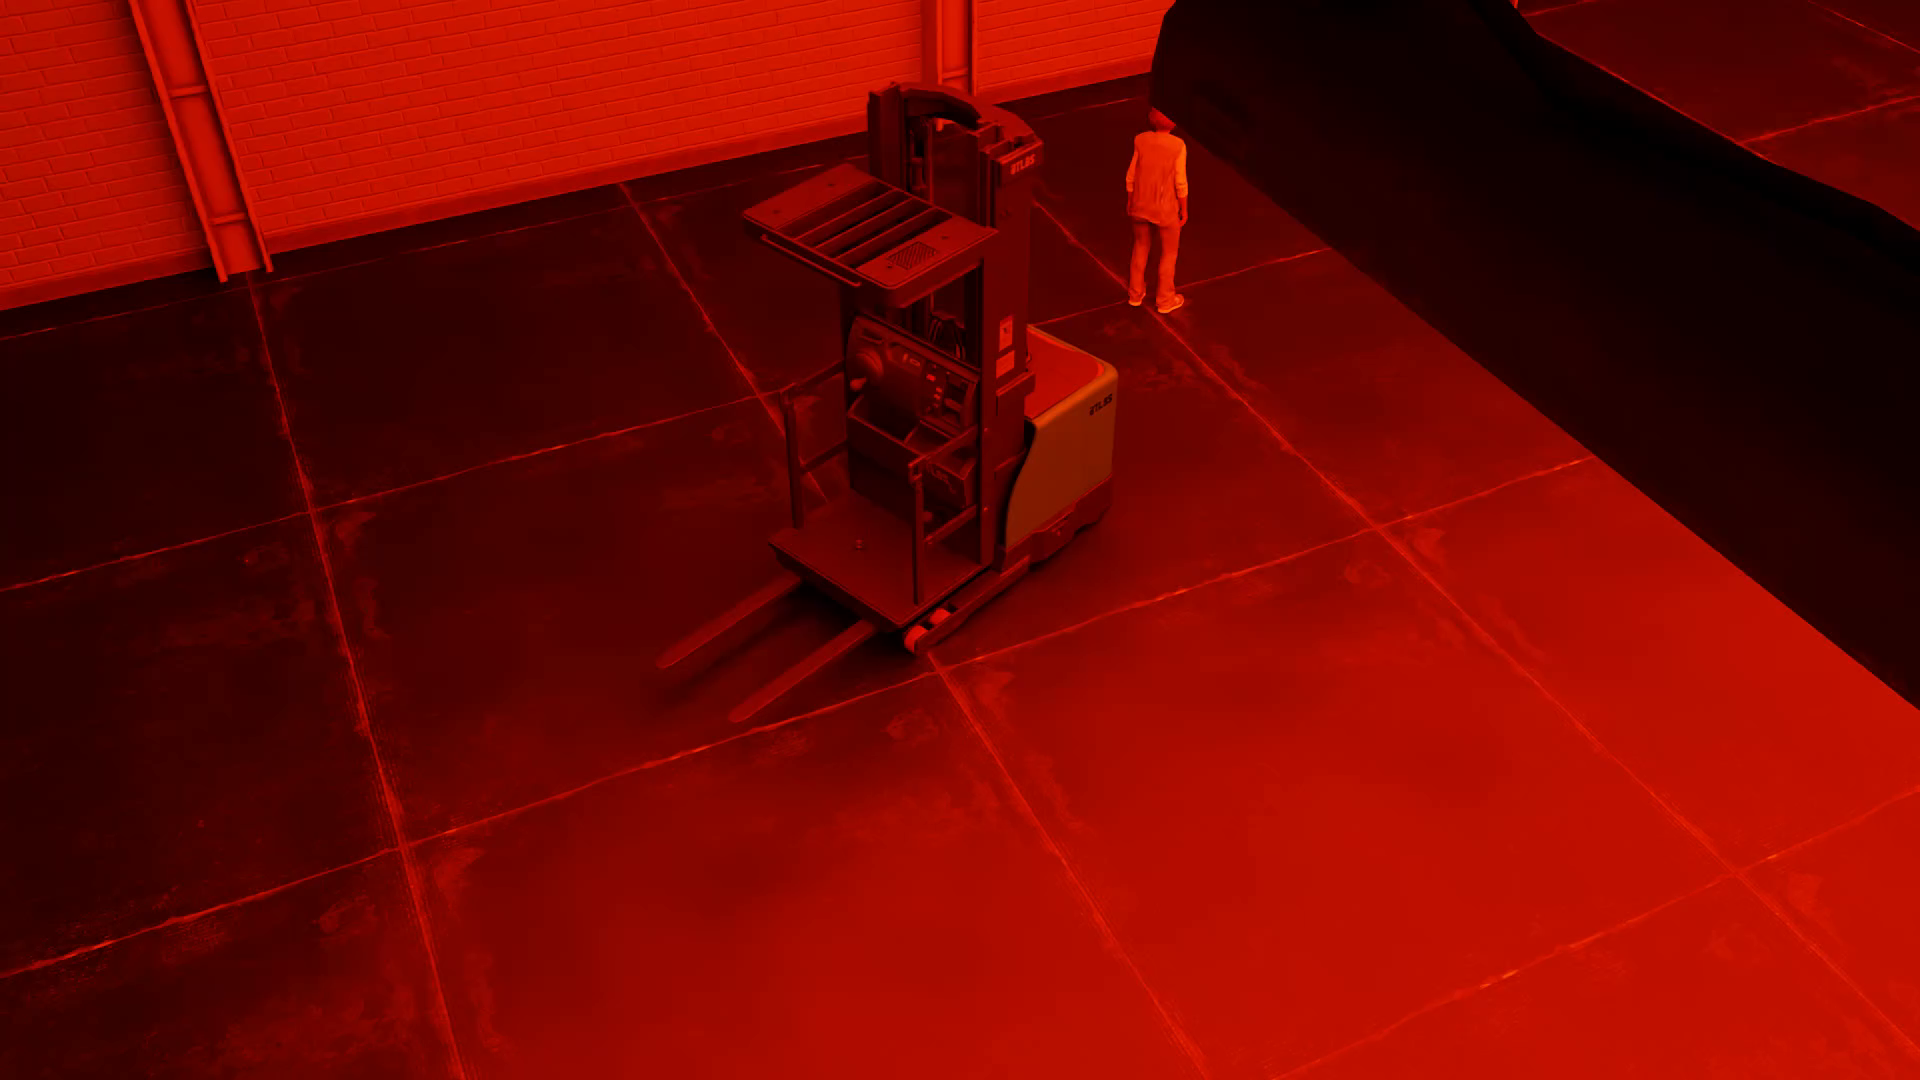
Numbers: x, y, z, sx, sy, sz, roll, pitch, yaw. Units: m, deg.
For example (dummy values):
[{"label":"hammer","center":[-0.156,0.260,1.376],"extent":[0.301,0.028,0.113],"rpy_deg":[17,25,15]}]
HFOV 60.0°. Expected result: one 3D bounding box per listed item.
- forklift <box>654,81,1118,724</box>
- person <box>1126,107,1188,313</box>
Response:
[{"label":"forklift","center":[-0.413,-0.839,9.021],"extent":[1.130,2.935,3.031],"rpy_deg":[31,49,31]},{"label":"person","center":[1.408,-2.373,11.905],"extent":[0.468,1.592,0.348],"rpy_deg":[18,43,20]}]
